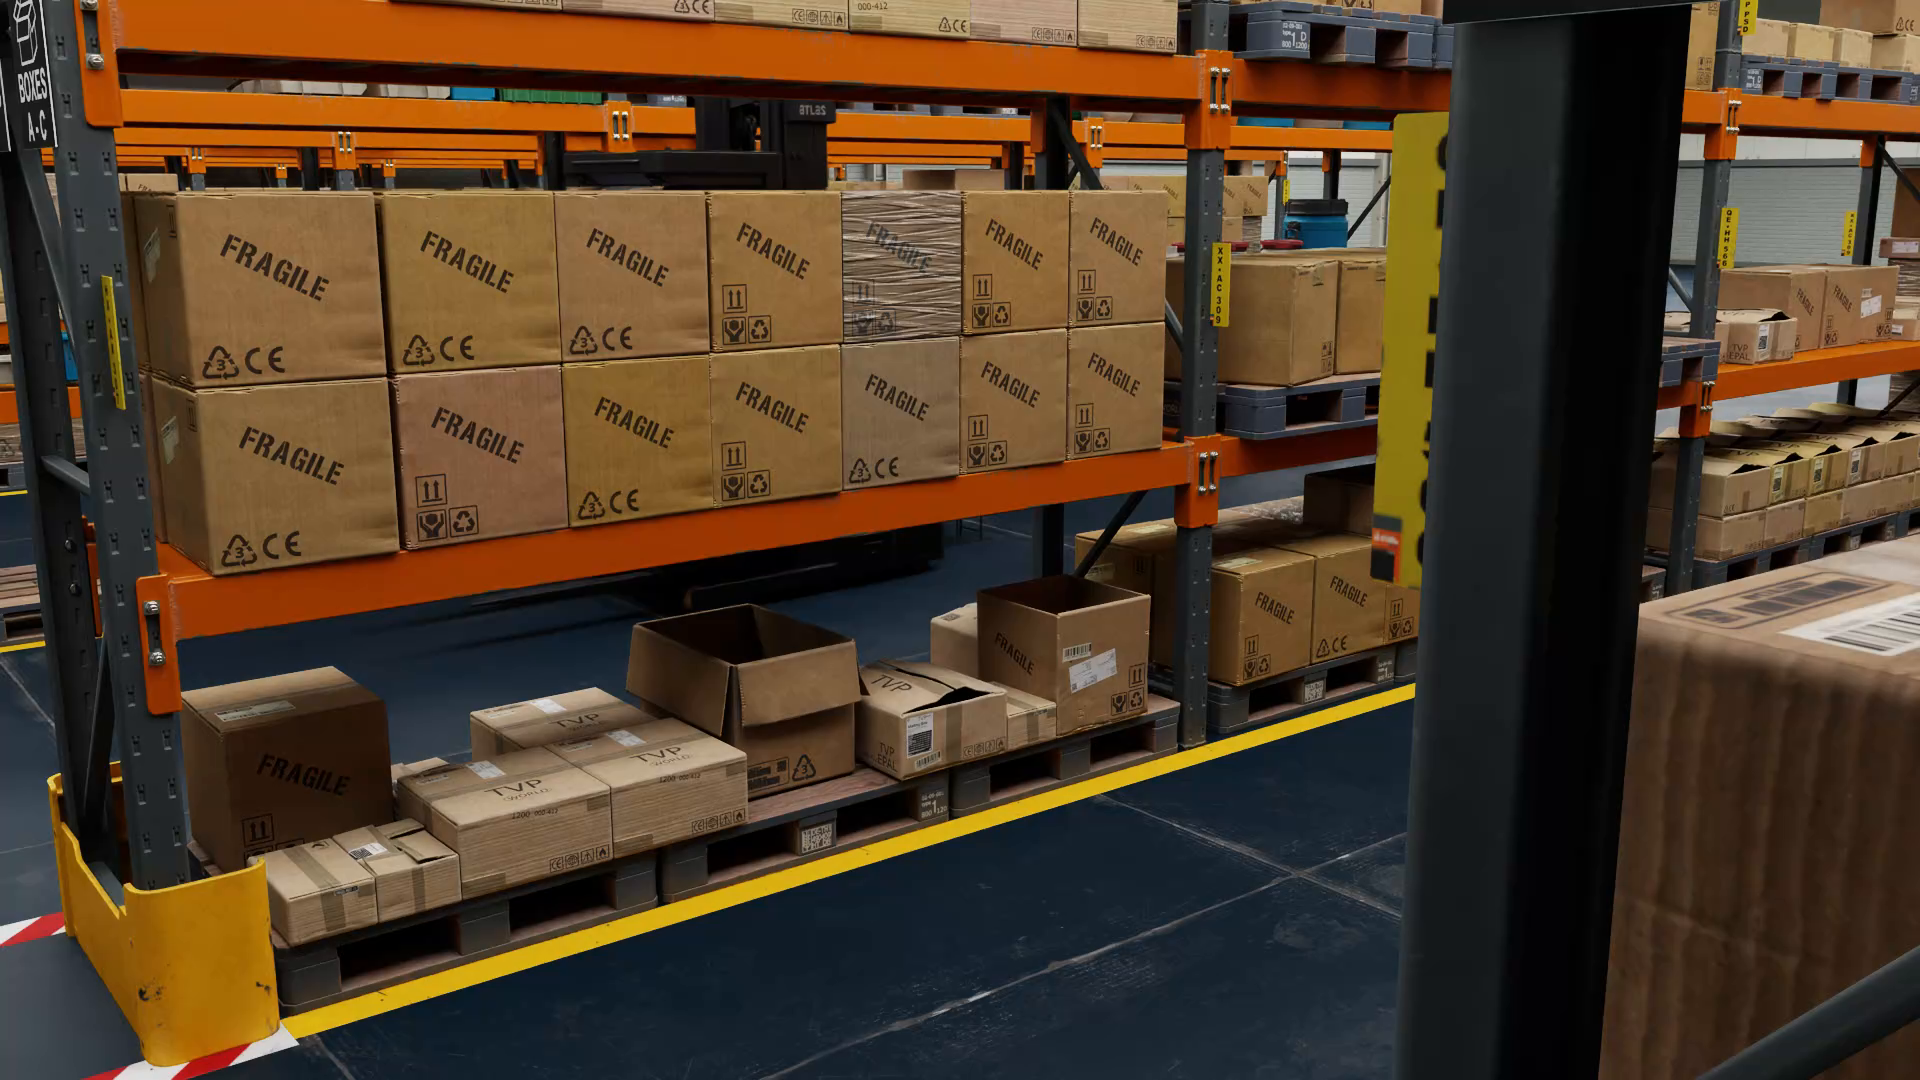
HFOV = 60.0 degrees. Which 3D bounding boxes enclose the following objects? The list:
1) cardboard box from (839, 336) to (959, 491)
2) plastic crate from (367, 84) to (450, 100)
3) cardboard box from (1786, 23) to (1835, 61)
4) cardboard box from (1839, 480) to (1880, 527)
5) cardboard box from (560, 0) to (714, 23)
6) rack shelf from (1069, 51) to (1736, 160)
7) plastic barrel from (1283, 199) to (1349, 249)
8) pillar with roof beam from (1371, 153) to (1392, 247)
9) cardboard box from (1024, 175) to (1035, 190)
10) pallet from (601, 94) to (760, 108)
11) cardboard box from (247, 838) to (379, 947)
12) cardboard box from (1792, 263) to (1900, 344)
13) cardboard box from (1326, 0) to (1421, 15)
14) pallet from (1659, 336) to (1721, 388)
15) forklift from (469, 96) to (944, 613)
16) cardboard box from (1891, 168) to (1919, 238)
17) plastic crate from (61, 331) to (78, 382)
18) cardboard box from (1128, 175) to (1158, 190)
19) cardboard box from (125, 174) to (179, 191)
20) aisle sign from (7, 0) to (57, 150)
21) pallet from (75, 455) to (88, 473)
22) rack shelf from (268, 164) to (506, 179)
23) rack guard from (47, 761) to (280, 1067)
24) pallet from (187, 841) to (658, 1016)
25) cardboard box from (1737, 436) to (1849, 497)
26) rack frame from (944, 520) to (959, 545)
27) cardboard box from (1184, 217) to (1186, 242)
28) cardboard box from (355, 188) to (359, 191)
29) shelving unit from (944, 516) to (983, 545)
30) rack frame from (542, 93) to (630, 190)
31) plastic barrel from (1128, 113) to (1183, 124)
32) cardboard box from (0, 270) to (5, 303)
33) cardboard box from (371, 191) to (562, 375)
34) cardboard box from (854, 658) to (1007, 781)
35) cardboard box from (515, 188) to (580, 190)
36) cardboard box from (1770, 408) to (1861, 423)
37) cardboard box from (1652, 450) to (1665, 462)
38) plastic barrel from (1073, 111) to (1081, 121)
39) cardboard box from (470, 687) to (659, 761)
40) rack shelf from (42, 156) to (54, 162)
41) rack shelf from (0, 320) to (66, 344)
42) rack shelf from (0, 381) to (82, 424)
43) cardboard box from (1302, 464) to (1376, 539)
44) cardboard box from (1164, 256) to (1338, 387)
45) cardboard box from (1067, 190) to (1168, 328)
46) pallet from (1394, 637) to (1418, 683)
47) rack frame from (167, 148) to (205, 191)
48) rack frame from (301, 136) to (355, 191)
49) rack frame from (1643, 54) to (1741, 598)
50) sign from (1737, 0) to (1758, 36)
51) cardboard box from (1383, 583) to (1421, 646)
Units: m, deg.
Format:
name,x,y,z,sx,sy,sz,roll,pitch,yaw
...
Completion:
name,x,y,z,sx,sy,sz,roll,pitch,yaw
cardboard box,-0.349,-0.481,5.932,0.500,0.500,0.500,-9,15,-36
plastic crate,-3.164,-2.588,9.509,0.466,0.136,0.293,-9,15,-38
cardboard box,4.977,-3.003,10.176,0.500,0.250,0.500,-10,15,-39
cardboard box,5.593,-0.273,10.801,0.500,0.250,0.500,-9,15,-37
cardboard box,-1.093,-1.701,5.057,0.500,0.250,0.500,-9,15,-38
rack shelf,2.244,-2.048,8.061,4.000,0.370,1.077,-9,15,-38
plastic barrel,3.347,-2.759,15.693,0.708,0.901,0.600,-9,15,-38
pillar with roof beam,14.896,-11.655,44.354,0.548,9.000,9.100,-9,15,-38
cardboard box,0.923,-4.105,19.873,0.500,0.500,0.500,-9,15,-38
pallet,-1.858,-2.969,11.123,1.003,0.211,1.213,-9,15,-38
cardboard box,-1.899,1.027,4.875,0.250,0.149,0.380,-9,15,-38
cardboard box,5.908,-1.594,11.175,0.500,0.500,0.500,-8,14,-34
cardboard box,1.629,-2.587,7.377,0.600,0.600,0.600,-10,15,-38
pallet,3.320,-0.999,9.072,1.003,0.211,1.213,-9,15,-38
forklift,-1.548,-1.141,9.444,3.031,2.935,1.130,-10,16,-39
cardboard box,7.272,-2.453,12.095,0.500,0.500,0.700,-9,15,-37
plastic crate,-4.620,-0.969,8.730,0.300,0.233,0.416,-9,15,-38
cardboard box,2.034,-4.149,20.081,0.500,0.500,0.500,-9,15,-38
cardboard box,-8.721,-3.676,17.856,0.500,0.500,0.500,-10,16,-40
aisle sign,-2.311,-1.369,4.095,0.004,0.787,0.394,-9,15,-38
pallet,-7.099,-0.671,13.780,1.213,0.211,1.003,-9,15,-38
rack shelf,-10.113,-6.586,29.433,4.000,0.370,1.077,-9,15,-38
rack guard,-2.382,1.059,4.937,0.348,0.500,1.175,-9,15,-38
pallet,-1.760,1.097,5.455,1.213,0.211,1.003,-9,15,-38
cardboard box,5.203,-0.482,10.437,0.500,0.311,0.500,-10,16,-39
rack frame,-0.086,-0.426,10.968,0.006,0.900,0.240,-9,15,-38
cardboard box,2.688,-3.822,20.951,0.500,0.500,0.875,-9,15,-38
cardboard box,-8.811,-4.835,24.028,0.500,0.500,0.500,-10,16,-39
shelving unit,-0.006,-0.439,11.030,0.210,0.900,0.258,-9,15,-38
rack frame,-2.409,-1.477,10.861,0.127,3.000,1.000,-9,15,-38
plastic barrel,1.491,-3.780,13.278,0.600,0.901,0.600,0,12,0
cardboard box,-7.287,-1.985,12.899,0.500,0.250,0.500,-10,16,-40
cardboard box,-1.526,-0.776,4.912,0.500,0.500,0.500,-9,15,-37
cardboard box,-0.171,0.645,6.286,0.500,0.311,0.500,-9,15,-38
cardboard box,-3.991,-3.074,15.729,0.637,0.503,0.797,-9,15,-36
cardboard box,6.057,-0.768,11.784,0.500,0.311,0.500,-10,15,-38
cardboard box,4.061,-0.434,10.212,0.500,0.311,0.500,-9,15,-36
plastic barrel,0.875,-3.427,13.200,0.294,0.245,0.294,0,12,0
cardboard box,-1.410,0.747,5.949,0.500,0.250,0.500,-9,15,-38
rack shelf,-13.256,-4.743,20.755,4.000,0.370,1.077,-9,15,-38
rack shelf,-7.065,-1.669,13.497,4.000,0.370,1.077,-9,15,-38
rack shelf,-3.971,-0.865,9.714,4.000,0.370,1.077,-9,15,-38
cardboard box,1.993,-0.185,7.932,0.500,0.250,0.500,-9,15,-38
cardboard box,1.192,-0.952,7.140,0.700,0.500,0.500,7,14,31
cardboard box,0.449,-1.103,6.455,0.500,0.500,0.500,-9,15,-37
pallet,2.247,0.420,8.641,1.213,0.211,1.003,-9,15,-38
rack frame,-8.523,-3.098,18.495,0.127,3.000,1.000,-9,15,-38
rack frame,-5.503,-2.280,14.645,0.127,3.000,1.000,-9,15,-38
rack frame,3.806,-1.192,9.520,0.127,3.000,1.000,-9,15,-38
sign,4.143,-2.824,8.739,0.005,0.325,0.100,-9,15,-38
cardboard box,2.017,0.177,8.033,0.500,0.500,0.500,-9,15,-37
